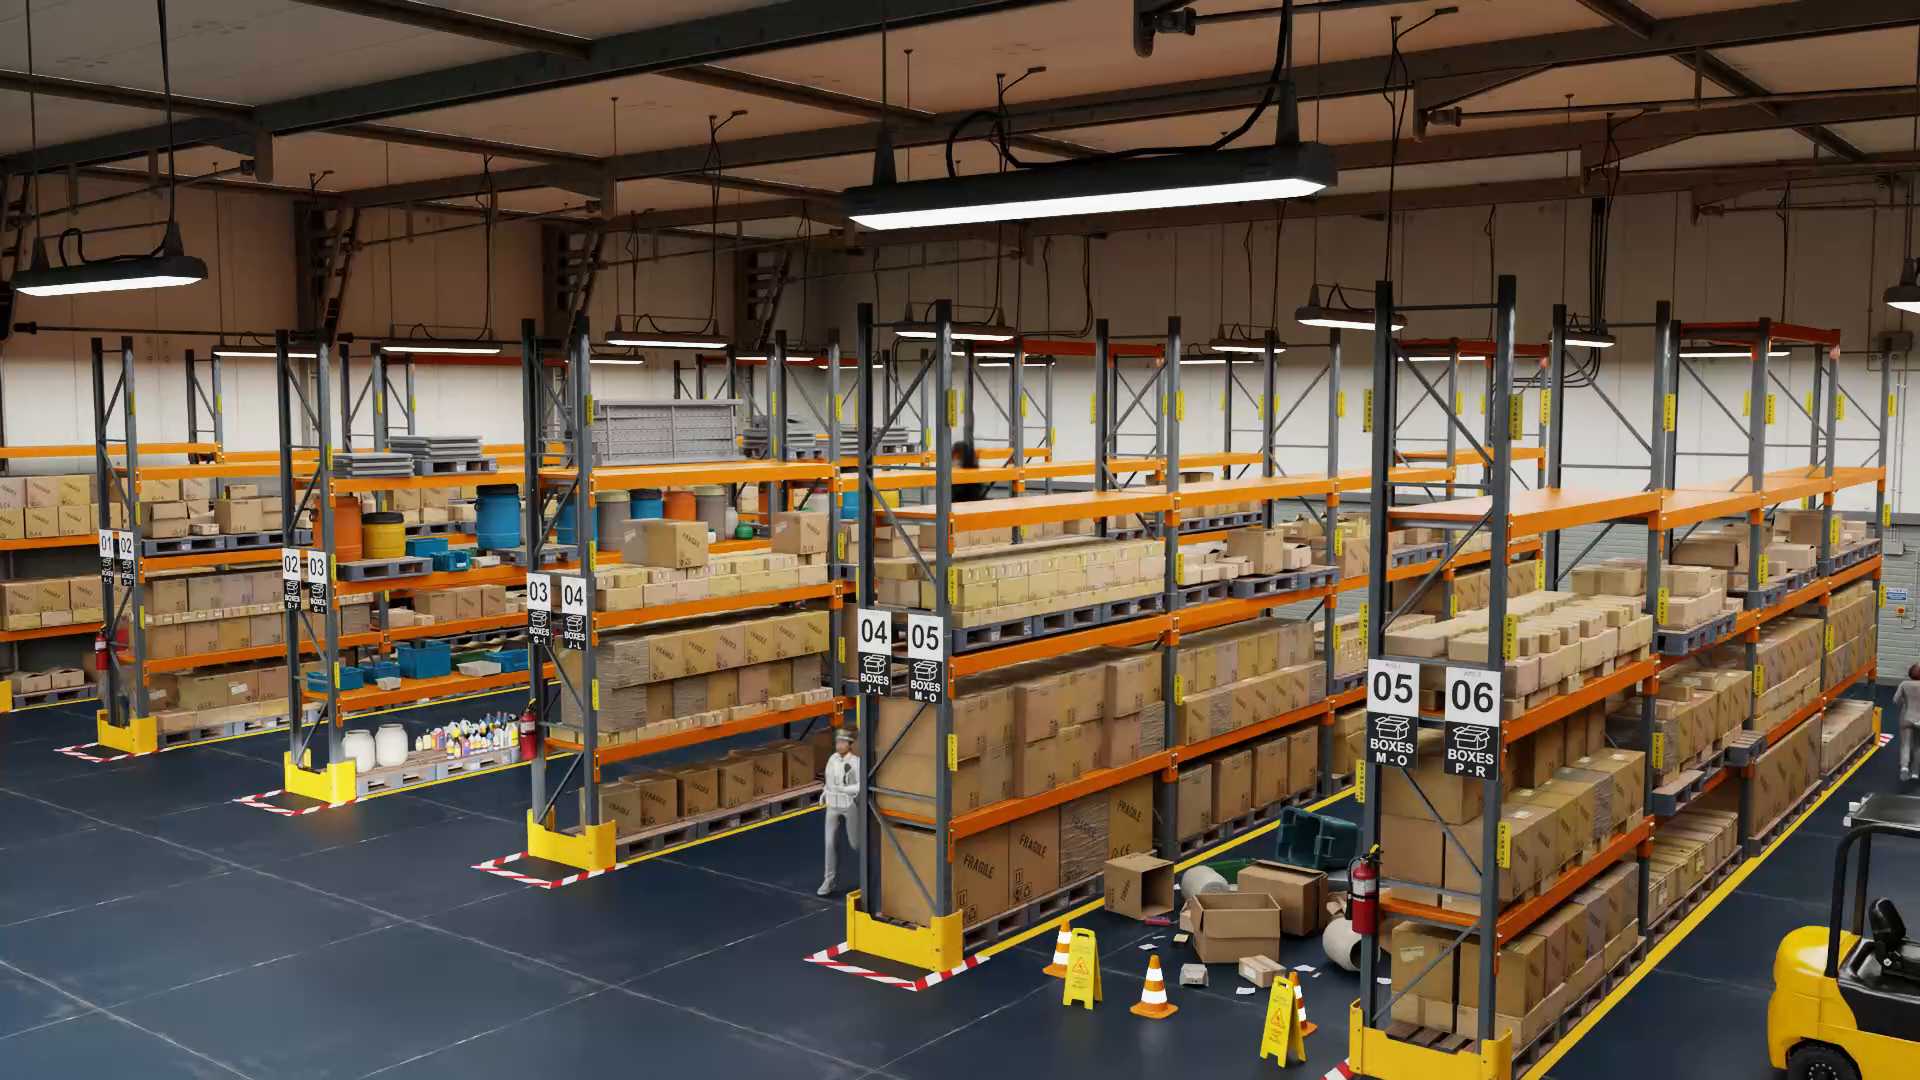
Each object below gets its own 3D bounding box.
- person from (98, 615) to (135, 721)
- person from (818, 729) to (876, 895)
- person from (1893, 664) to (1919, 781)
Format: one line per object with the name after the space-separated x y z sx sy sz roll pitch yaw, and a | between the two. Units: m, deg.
-13.114 2.060 25.967 0.631 1.798 0.768 2 6 26 | person
-1.218 2.794 17.395 0.618 1.672 0.893 2 6 26 | person
12.633 2.437 22.025 0.534 1.572 0.885 3 6 35 | person
